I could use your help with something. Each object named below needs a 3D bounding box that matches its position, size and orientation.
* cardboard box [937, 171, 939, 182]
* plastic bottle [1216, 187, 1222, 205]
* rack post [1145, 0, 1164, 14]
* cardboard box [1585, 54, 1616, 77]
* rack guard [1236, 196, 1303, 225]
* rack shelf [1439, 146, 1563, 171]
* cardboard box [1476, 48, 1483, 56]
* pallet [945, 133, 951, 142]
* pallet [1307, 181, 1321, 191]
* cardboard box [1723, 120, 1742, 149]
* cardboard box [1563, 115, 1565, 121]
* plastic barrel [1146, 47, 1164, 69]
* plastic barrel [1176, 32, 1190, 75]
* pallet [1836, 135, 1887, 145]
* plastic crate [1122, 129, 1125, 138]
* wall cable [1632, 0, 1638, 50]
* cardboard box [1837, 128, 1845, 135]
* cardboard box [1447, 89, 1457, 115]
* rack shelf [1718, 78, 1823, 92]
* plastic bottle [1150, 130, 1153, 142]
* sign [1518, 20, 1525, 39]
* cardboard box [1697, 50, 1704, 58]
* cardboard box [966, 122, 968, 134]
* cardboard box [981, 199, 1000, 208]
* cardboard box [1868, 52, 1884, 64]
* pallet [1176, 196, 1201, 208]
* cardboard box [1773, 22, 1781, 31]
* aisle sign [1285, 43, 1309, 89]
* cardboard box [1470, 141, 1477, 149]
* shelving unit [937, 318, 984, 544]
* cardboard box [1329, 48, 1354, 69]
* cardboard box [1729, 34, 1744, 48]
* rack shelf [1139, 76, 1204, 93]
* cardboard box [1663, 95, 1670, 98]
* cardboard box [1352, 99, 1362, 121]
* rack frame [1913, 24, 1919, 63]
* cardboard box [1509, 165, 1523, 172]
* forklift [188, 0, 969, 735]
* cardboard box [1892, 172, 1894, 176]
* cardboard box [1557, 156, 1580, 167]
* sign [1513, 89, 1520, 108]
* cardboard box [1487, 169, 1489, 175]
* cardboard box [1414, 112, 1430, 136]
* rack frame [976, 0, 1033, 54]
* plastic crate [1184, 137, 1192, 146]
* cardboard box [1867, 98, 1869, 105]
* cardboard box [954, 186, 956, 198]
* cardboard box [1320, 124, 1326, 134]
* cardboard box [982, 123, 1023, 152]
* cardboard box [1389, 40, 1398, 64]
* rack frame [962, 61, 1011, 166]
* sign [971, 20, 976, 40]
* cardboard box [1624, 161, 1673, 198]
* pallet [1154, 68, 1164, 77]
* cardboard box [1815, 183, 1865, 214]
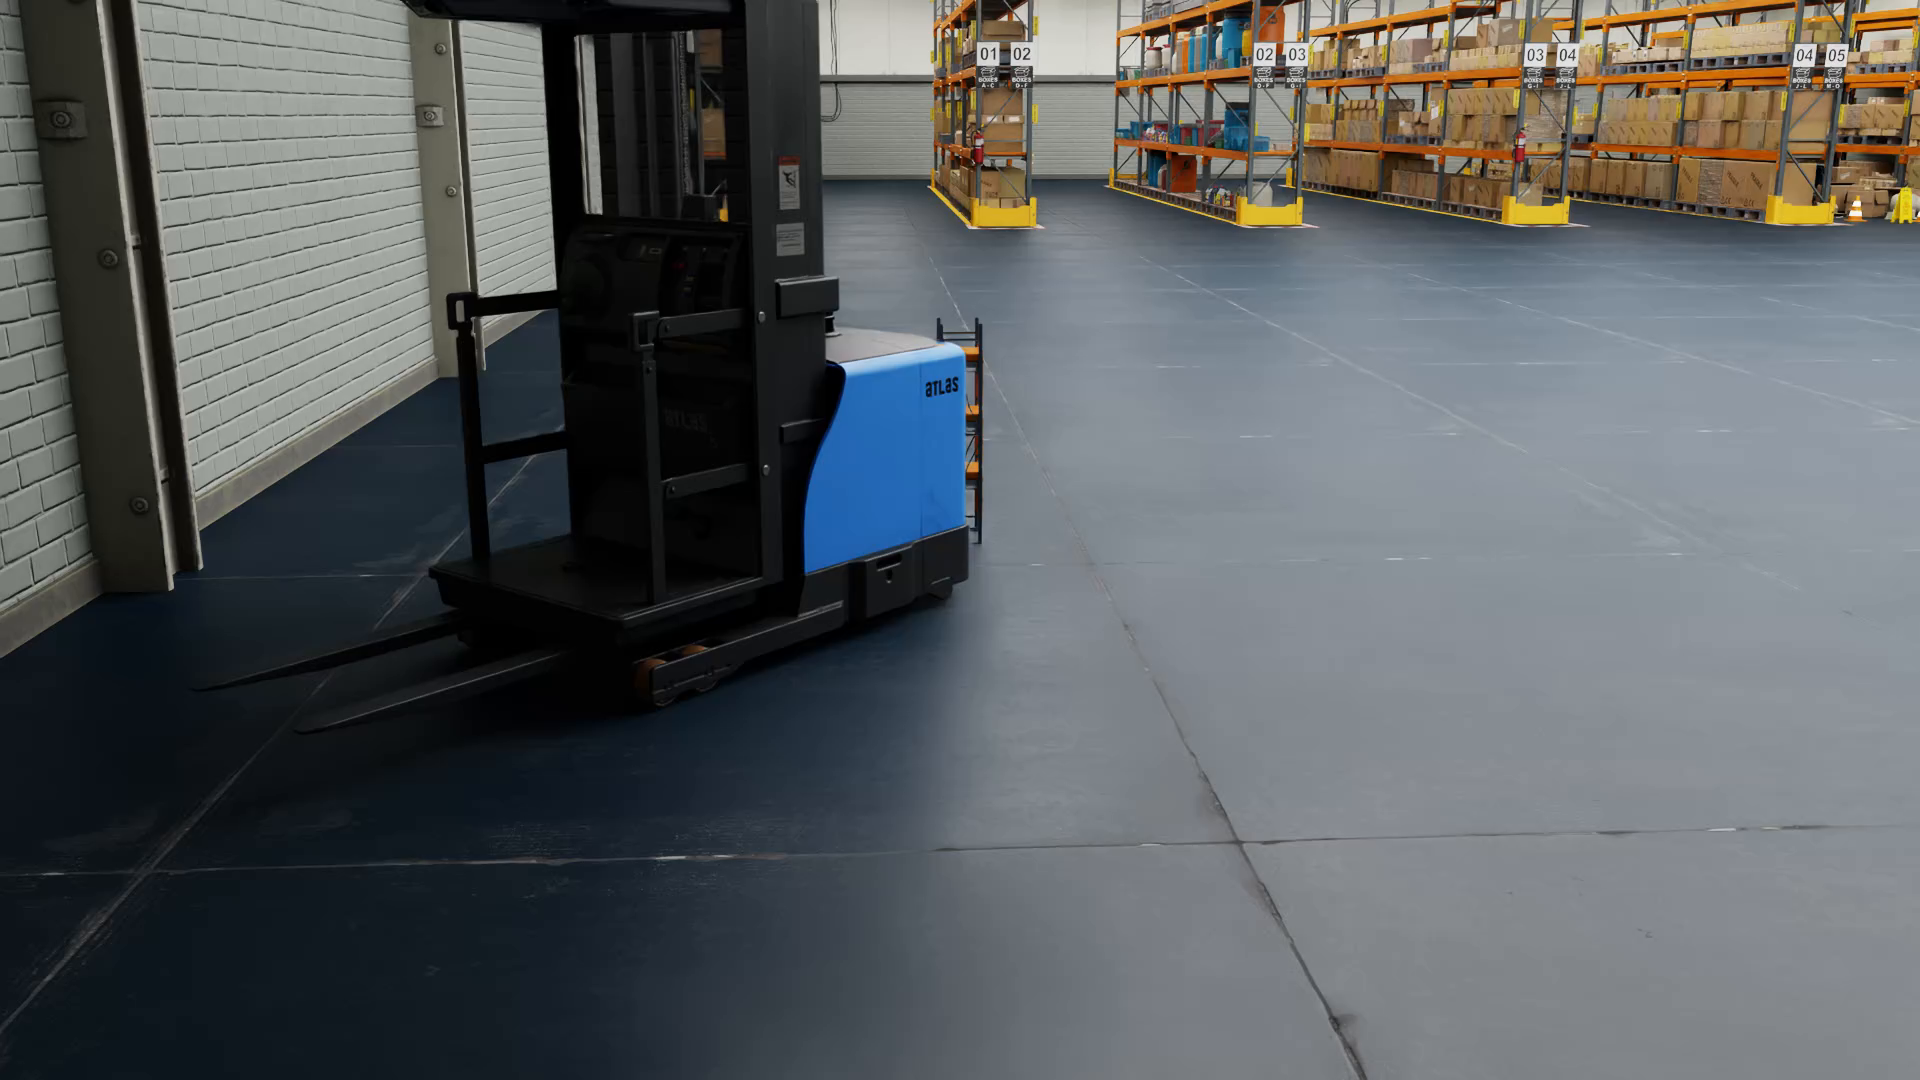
[{"bbox_3d":[-0.321,-9.384,42.991,0.500,0.311,0.500,-1,14,-3],"label":"cardboard box"},{"bbox_3d":[5.158,-6.805,32.890,0.144,0.351,0.185,-1,14,-4],"label":"plastic bottle"},{"bbox_3d":[5.009,-12.883,40.191,0.937,0.300,0.954,-1,14,-4],"label":"rack post"},{"bbox_3d":[14.847,-10.997,38.527,0.500,0.500,0.500,-1,14,-3],"label":"cardboard box"},{"bbox_3d":[5.680,-6.048,30.529,1.175,0.500,0.348,-1,14,-3],"label":"rack guard"},{"bbox_3d":[10.551,-7.466,32.467,1.077,0.370,4.000,-1,14,-3],"label":"rack shelf"},{"bbox_3d":[10.258,-9.475,32.314,0.380,0.149,0.250,-1,14,-5],"label":"cardboard box"},{"bbox_3d":[0.167,-9.545,39.489,1.003,0.211,1.213,-1,14,-3],"label":"pallet"},{"bbox_3d":[9.884,-9.445,44.312,1.003,0.211,1.213,-1,14,-3],"label":"pallet"},{"bbox_3d":[15.524,-7.941,32.570,0.875,0.550,0.500,-1,14,-3],"label":"cardboard box"},{"bbox_3d":[14.590,-10.096,39.715,0.380,0.149,0.250,-1,14,-3],"label":"cardboard box"},{"bbox_3d":[4.771,-11.812,40.779,0.433,0.535,0.433,0,14,0],"label":"plastic barrel"},{"bbox_3d":[5.070,-10.718,36.636,0.600,0.901,0.600,0,14,0],"label":"plastic barrel"},{"bbox_3d":[20.234,-8.875,36.884,1.003,0.211,1.213,-1,14,-3],"label":"pallet"},{"bbox_3d":[4.509,-10.773,44.094,0.416,0.233,0.300,-1,14,-3],"label":"plastic crate"},{"bbox_3d":[19.692,-15.776,51.280,2.355,3.000,0.029,-1,14,-3],"label":"wall cable"},{"bbox_3d":[19.949,-9.190,37.387,0.380,0.149,0.250,0,14,0],"label":"cardboard box"},{"bbox_3d":[10.202,-8.872,33.686,0.500,0.500,0.500,-1,14,-3],"label":"cardboard box"},{"bbox_3d":[19.947,-11.061,40.420,1.077,0.370,4.000,-1,14,-3],"label":"rack shelf"},{"bbox_3d":[4.694,-9.813,40.396,0.152,0.276,0.135,-1,14,-3],"label":"plastic bottle"},{"bbox_3d":[10.120,-9.195,29.946,0.100,0.325,0.005,-1,14,-3],"label":"sign"},{"bbox_3d":[15.085,-9.786,33.480,0.380,0.149,0.250,-1,14,-3],"label":"cardboard box"},{"bbox_3d":[0.412,-8.786,35.952,0.500,0.500,0.500,-2,15,-6],"label":"cardboard box"},{"bbox_3d":[0.460,-6.165,30.644,0.500,0.250,0.500,-1,14,-3],"label":"cardboard box"},{"bbox_3d":[20.081,-10.444,36.036,0.500,0.250,0.500,-1,14,-3],"label":"cardboard box"},{"bbox_3d":[5.318,-7.383,36.299,1.003,0.211,1.213,-1,14,-3],"label":"pallet"},{"bbox_3d":[15.258,-9.478,30.684,0.380,0.149,0.250,-1,14,-3],"label":"cardboard box"},{"bbox_3d":[6.029,-8.486,29.771,0.394,0.787,0.004,-1,14,-3],"label":"aisle sign"},{"bbox_3d":[10.247,-7.759,32.666,0.380,0.149,0.250,-1,14,-3],"label":"cardboard box"},{"bbox_3d":[-0.003,-0.522,7.947,0.215,1.050,0.252,-1,14,-3],"label":"shelving unit"},{"bbox_3d":[9.823,-12.248,42.345,0.700,0.500,0.500,-2,15,-7],"label":"cardboard box"},{"bbox_3d":[15.232,-9.636,32.099,0.500,0.250,0.500,-1,14,-3],"label":"cardboard box"},{"bbox_3d":[5.112,-10.832,39.528,1.077,0.370,4.000,-1,14,-3],"label":"rack shelf"},{"bbox_3d":[19.344,-12.007,45.166,0.380,0.149,0.250,-1,14,-5],"label":"cardboard box"},{"bbox_3d":[10.011,-10.506,40.624,0.797,0.503,0.637,-1,14,-3],"label":"cardboard box"},{"bbox_3d":[20.318,-11.370,34.157,1.000,3.000,0.127,-1,14,-3],"label":"rack frame"},{"bbox_3d":[14.529,-9.673,43.285,0.380,0.149,0.250,-1,14,-4],"label":"cardboard box"},{"bbox_3d":[-1.269,-0.980,5.953,1.130,2.935,3.031,11,18,37],"label":"forklift"},{"bbox_3d":[24.972,-9.601,43.874,0.500,0.311,0.500,0,14,-1],"label":"cardboard box"},{"bbox_3d":[14.774,-9.132,40.167,0.500,0.250,0.500,-1,14,-2],"label":"cardboard box"},{"bbox_3d":[10.120,-8.027,30.246,0.100,0.325,0.005,-1,14,-3],"label":"sign"},{"bbox_3d":[14.389,-9.986,45.099,0.380,0.149,0.250,0,14,-2],"label":"cardboard box"},{"bbox_3d":[10.228,-8.995,35.915,0.797,0.503,0.637,1,14,2],"label":"cardboard box"},{"bbox_3d":[0.788,-10.070,29.105,1.000,3.000,0.127,-1,14,-3],"label":"rack frame"},{"bbox_3d":[5.094,-8.561,35.706,0.450,0.188,0.662,-1,14,-3],"label":"plastic crate"},{"bbox_3d":[20.454,-9.767,37.024,0.380,0.149,0.250,-2,15,-6],"label":"cardboard box"},{"bbox_3d":[0.133,-7.510,35.868,0.500,0.250,0.500,-1,14,-2],"label":"cardboard box"},{"bbox_3d":[9.608,-10.607,42.936,0.500,0.250,0.500,0,14,-2],"label":"cardboard box"},{"bbox_3d":[0.772,-7.329,30.292,0.700,0.500,0.500,-1,14,-3],"label":"cardboard box"},{"bbox_3d":[9.952,-10.929,37.258,0.500,0.500,0.500,-1,14,-3],"label":"cardboard box"},{"bbox_3d":[0.540,-8.159,33.719,1.000,3.000,0.127,-1,14,-3],"label":"rack frame"},{"bbox_3d":[0.245,-9.003,29.360,0.100,0.325,0.005,-1,14,-3],"label":"sign"},{"bbox_3d":[15.200,-7.870,36.265,1.050,0.750,0.750,-1,14,-3],"label":"cardboard box"},{"bbox_3d":[5.208,-11.110,39.548,1.003,0.211,1.213,-1,14,-3],"label":"pallet"},{"bbox_3d":[17.864,-6.957,33.782,0.797,0.637,0.503,-1,14,-3],"label":"cardboard box"}]
